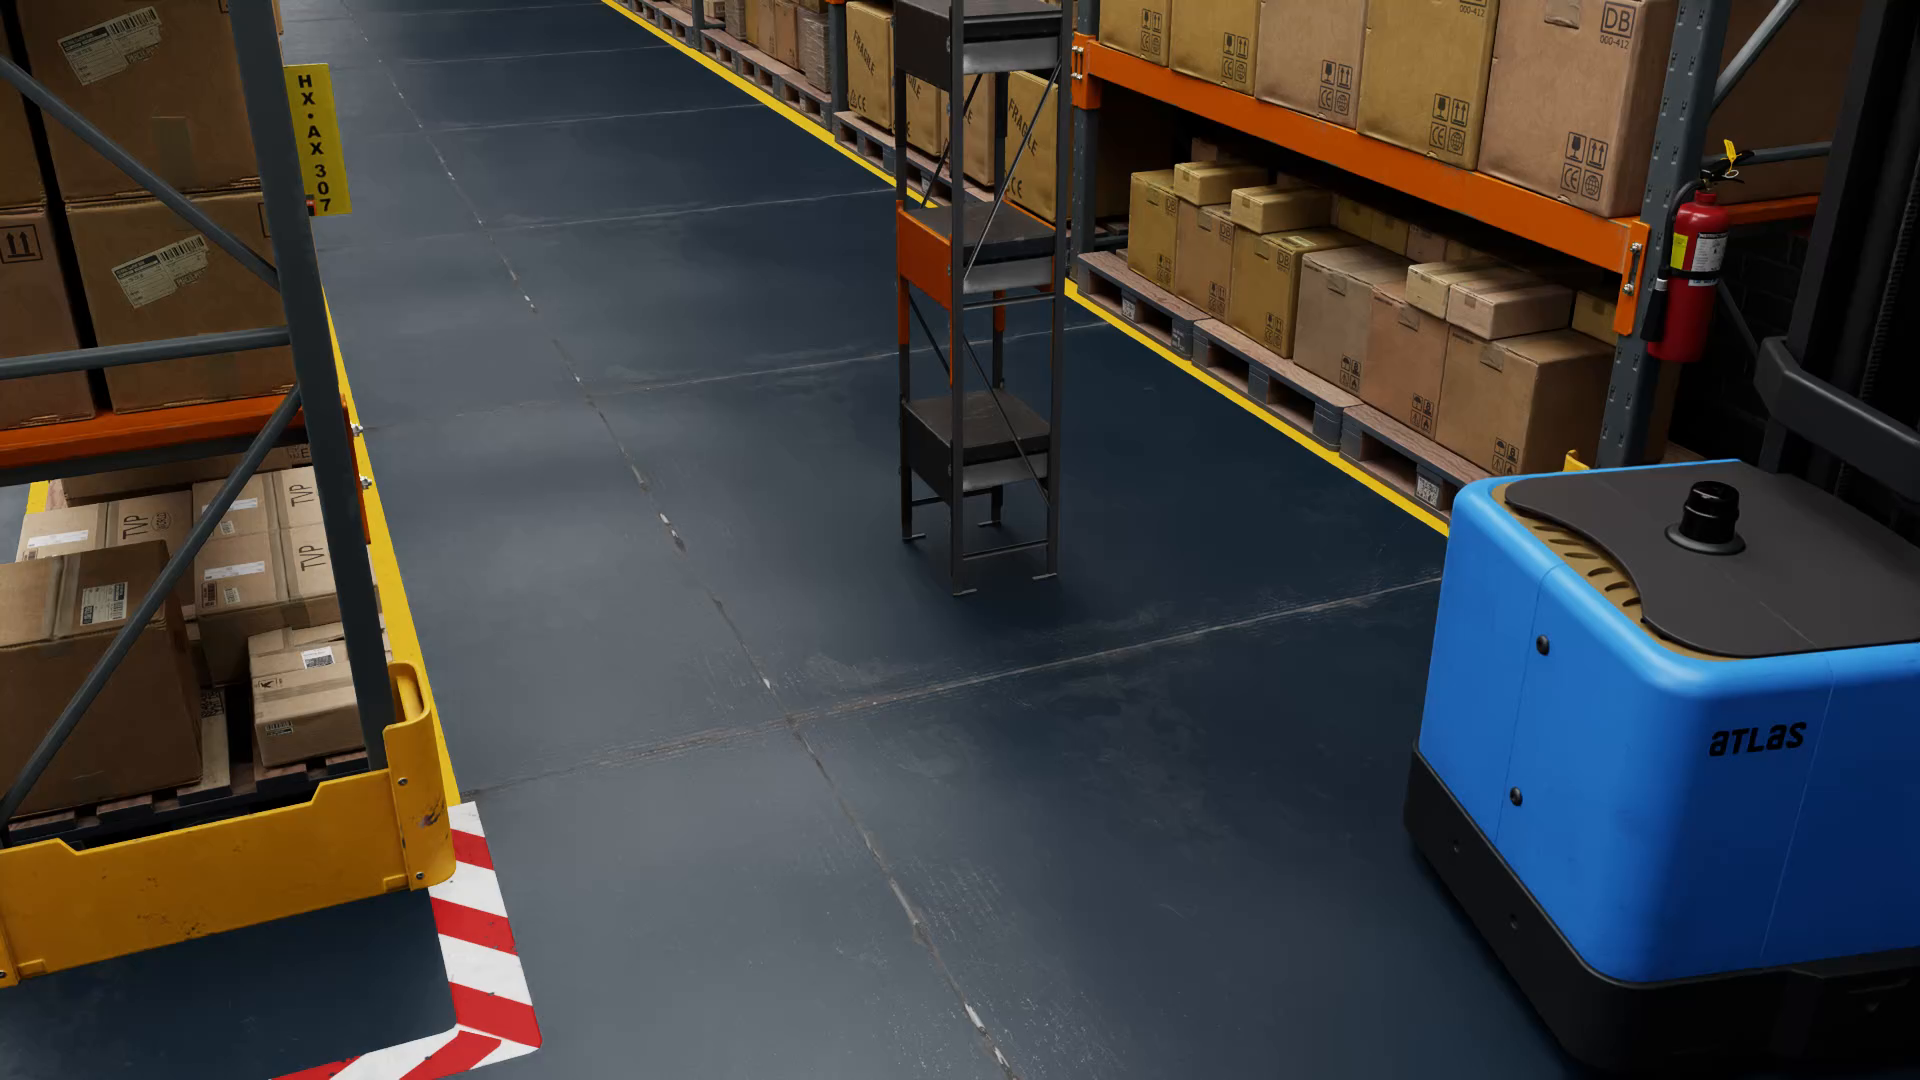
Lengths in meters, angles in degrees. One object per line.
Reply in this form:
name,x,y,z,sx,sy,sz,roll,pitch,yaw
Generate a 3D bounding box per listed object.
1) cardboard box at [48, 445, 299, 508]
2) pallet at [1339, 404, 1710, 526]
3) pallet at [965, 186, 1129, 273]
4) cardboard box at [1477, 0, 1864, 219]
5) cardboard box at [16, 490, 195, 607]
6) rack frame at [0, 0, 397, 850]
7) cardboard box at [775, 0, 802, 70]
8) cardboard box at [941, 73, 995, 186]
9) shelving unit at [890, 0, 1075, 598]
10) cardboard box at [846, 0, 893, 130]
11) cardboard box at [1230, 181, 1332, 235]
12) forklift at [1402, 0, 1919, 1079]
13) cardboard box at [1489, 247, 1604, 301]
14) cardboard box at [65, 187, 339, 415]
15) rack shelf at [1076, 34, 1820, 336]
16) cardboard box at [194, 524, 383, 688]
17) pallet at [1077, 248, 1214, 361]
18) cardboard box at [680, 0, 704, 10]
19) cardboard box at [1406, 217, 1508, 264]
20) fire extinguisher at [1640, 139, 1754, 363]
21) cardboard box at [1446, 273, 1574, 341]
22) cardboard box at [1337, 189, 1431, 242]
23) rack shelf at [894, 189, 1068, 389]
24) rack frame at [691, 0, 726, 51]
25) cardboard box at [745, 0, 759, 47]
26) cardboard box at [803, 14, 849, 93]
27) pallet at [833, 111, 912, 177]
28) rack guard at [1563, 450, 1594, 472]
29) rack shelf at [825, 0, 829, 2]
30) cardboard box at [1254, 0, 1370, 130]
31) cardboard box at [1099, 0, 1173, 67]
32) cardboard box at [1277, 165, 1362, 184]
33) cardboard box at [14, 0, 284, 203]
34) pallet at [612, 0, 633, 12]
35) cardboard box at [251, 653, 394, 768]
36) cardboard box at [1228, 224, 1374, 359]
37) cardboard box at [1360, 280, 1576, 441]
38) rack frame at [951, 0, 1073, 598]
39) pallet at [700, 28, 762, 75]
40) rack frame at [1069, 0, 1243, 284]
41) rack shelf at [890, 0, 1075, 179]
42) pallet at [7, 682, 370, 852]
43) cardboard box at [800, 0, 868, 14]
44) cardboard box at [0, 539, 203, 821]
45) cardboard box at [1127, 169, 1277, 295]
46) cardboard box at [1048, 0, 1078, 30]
cardboard box,-2.728,-0.320,5.830,0.797,0.503,0.637,-11,28,-21
pallet,2.269,-0.295,6.614,1.003,0.211,1.213,-11,28,-21
pallet,0.716,-1.899,9.900,1.003,0.211,1.213,-11,28,-21
cardboard box,2.445,-1.578,5.721,0.980,0.700,0.700,-9,28,-18
cardboard box,-2.686,0.086,5.288,0.500,0.250,0.500,-11,28,-21
rack frame,-1.902,-0.386,3.623,1.000,3.000,0.127,-11,28,-21
cardboard box,-1.124,-4.249,13.880,0.700,0.500,0.500,-11,28,-21
cardboard box,0.363,-2.675,10.281,0.750,0.750,0.750,-10,28,-19
shelving unit,0.065,-0.877,5.652,0.431,2.100,0.503,-11,28,-21
cardboard box,-0.311,-3.372,11.709,0.750,0.750,0.750,-11,28,-21
cardboard box,1.457,-1.511,7.557,0.380,0.149,0.250,-11,28,-22
forklift,2.770,-0.416,3.760,3.031,2.935,1.130,-5,26,-10
cardboard box,2.322,-1.050,6.612,0.380,0.149,0.250,-10,28,-20
cardboard box,-1.833,-0.656,4.060,0.500,0.500,0.500,-10,28,-20
rack shelf,1.871,-1.723,7.181,1.077,0.370,4.000,-11,28,-21
cardboard box,-2.050,0.181,5.092,0.500,0.250,0.500,-11,28,-21
pallet,1.314,-1.280,8.632,1.003,0.211,1.213,-11,28,-21
cardboard box,-2.488,-5.570,16.587,0.500,0.500,0.500,-13,29,-24
cardboard box,2.124,-1.253,7.029,0.380,0.149,0.250,-10,28,-20
fire extinguisher,2.289,-0.897,5.181,0.296,0.674,0.183,-11,28,-21
cardboard box,2.070,-0.882,6.269,0.380,0.149,0.250,-11,28,-21
cardboard box,1.924,-1.459,7.451,0.380,0.149,0.250,-11,28,-22
rack shelf,0.065,-0.864,5.658,0.431,0.518,0.480,-11,28,-21
rack frame,-2.045,-6.084,15.291,1.000,3.000,0.127,-11,28,-21
cardboard box,-1.493,-4.664,14.731,0.700,0.500,0.500,-11,28,-22
cardboard box,-0.808,-3.825,13.013,0.700,0.500,0.500,-10,28,-20
pallet,-0.239,-2.884,11.917,1.003,0.211,1.213,-11,28,-21
rack guard,2.664,-0.106,5.898,1.175,0.500,0.348,-11,28,-21
rack shelf,-1.262,-4.953,13.795,1.077,0.370,4.000,-11,28,-21
cardboard box,1.860,-2.179,6.953,0.980,0.700,0.700,-12,28,-23
cardboard box,1.285,-2.767,8.156,0.980,0.700,0.700,-10,28,-20
cardboard box,1.724,-1.665,7.873,0.380,0.149,0.250,-12,28,-22
cardboard box,-1.833,-1.105,3.841,0.500,0.500,0.500,-10,28,-19
pallet,-3.296,-6.081,18.463,1.003,0.211,1.213,-11,28,-21
cardboard box,-1.750,0.469,4.619,0.380,0.149,0.250,-11,28,-21
cardboard box,1.679,-1.189,7.637,0.700,0.500,0.500,-10,28,-19
cardboard box,2.092,-0.772,6.783,0.700,0.500,0.500,-11,28,-21
rack frame,0.160,-0.778,5.451,0.400,2.100,0.015,-11,28,-21
pallet,-1.739,-4.516,15.260,1.003,0.211,1.213,-11,28,-21
rack frame,1.088,-2.854,8.676,1.000,3.000,0.127,-11,28,-21
rack shelf,0.065,-1.493,5.351,0.431,0.518,0.480,-11,28,-21
pallet,-2.245,0.514,4.956,1.003,0.211,1.213,-11,28,-21
cardboard box,-0.974,-4.403,13.341,0.500,0.250,0.500,-10,28,-20
cardboard box,-2.342,0.362,4.437,0.500,0.500,0.500,-11,28,-21
cardboard box,1.286,-1.600,8.478,0.700,0.500,0.500,-10,28,-20
cardboard box,0.695,-2.838,8.907,0.380,0.149,0.250,-10,28,-20
